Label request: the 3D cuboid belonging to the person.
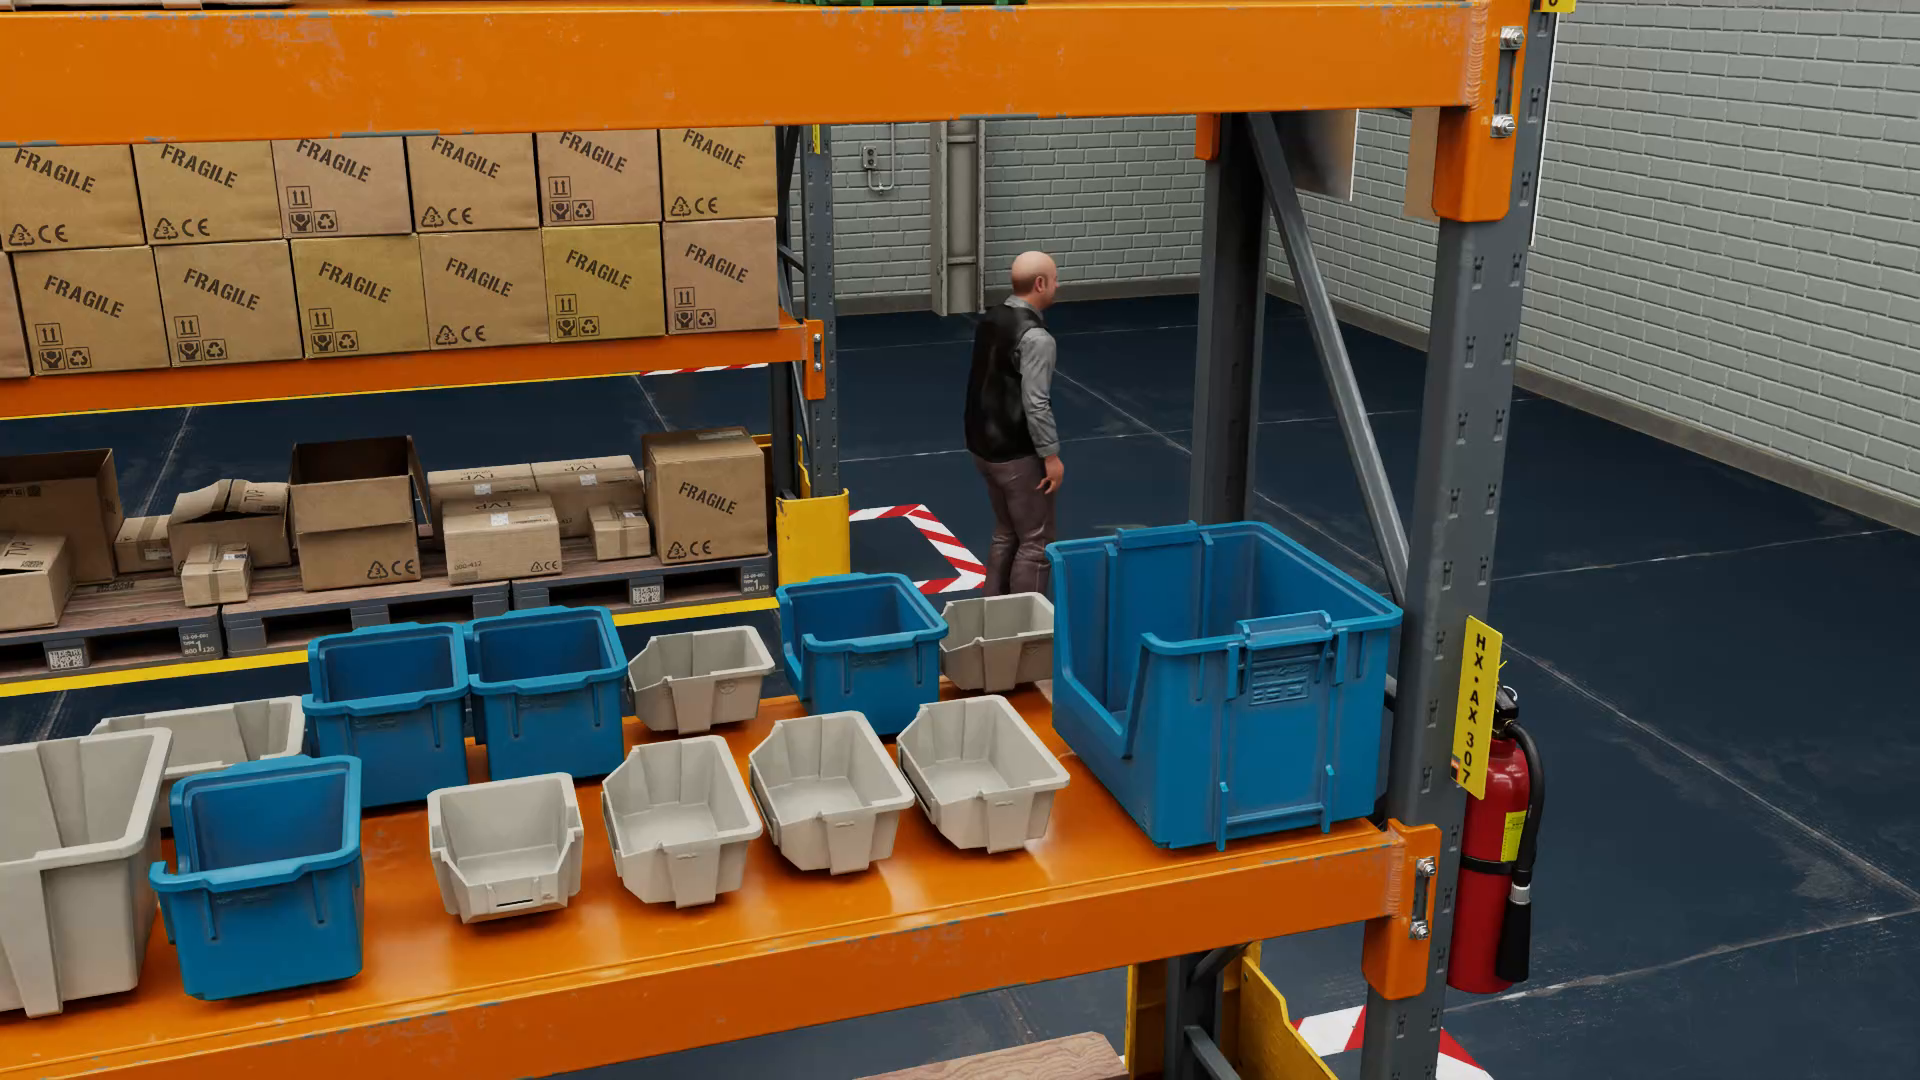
[{"bbox_3d":[0.239,-0.381,7.202,0.411,1.721,0.588,-8,20,-21],"label":"person"}]
